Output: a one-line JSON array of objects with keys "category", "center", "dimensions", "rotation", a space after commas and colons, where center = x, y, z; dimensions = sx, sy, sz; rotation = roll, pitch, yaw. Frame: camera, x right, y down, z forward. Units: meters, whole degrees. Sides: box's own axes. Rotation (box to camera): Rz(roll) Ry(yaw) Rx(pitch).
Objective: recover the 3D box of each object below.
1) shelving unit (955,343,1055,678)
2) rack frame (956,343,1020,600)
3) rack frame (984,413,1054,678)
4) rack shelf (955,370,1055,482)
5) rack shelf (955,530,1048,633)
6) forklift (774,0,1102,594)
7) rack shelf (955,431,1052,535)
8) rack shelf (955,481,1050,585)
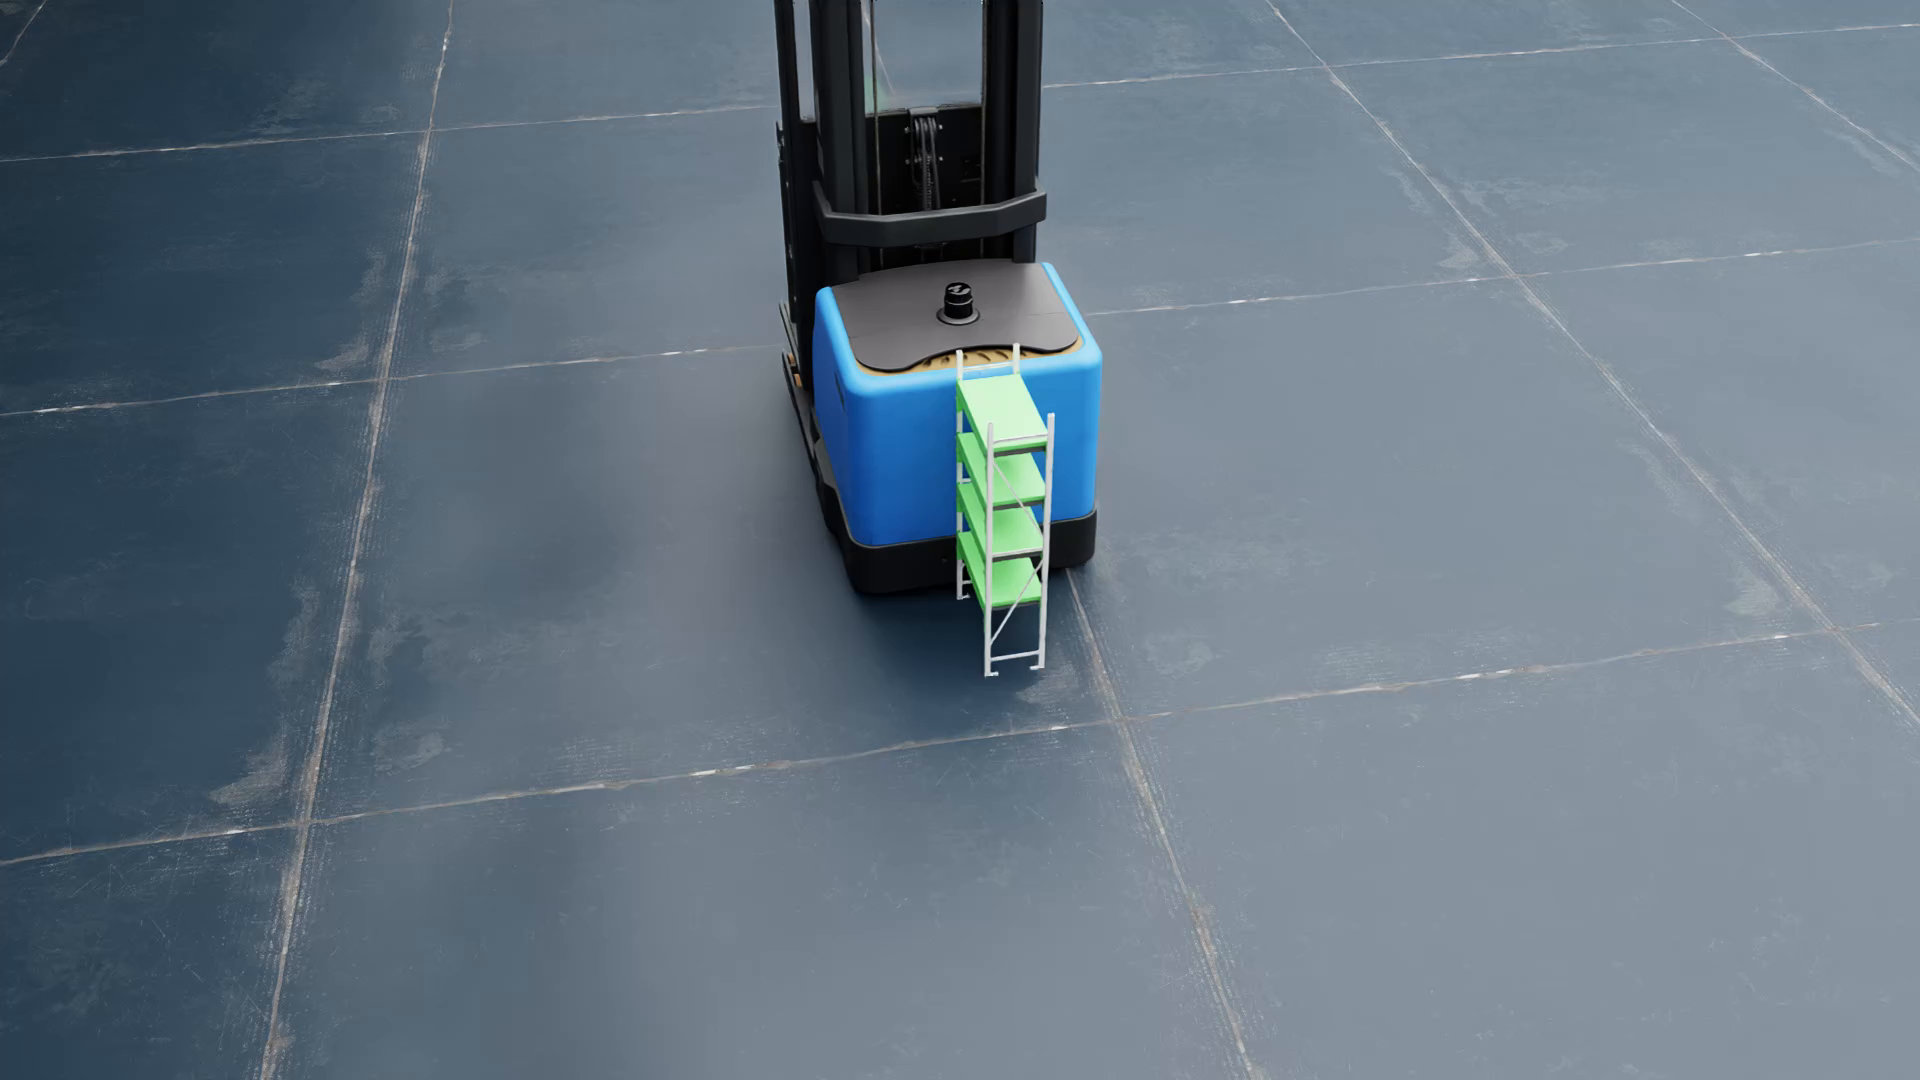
[{"category": "shelving unit", "center": [0.160, -0.098, 6.398], "dimensions": [0.258, 1.200, 0.503], "rotation": [-8, 39, -10]}, {"category": "rack frame", "center": [0.105, -0.244, 6.586], "dimensions": [0.240, 1.200, 0.015], "rotation": [-8, 39, -10]}, {"category": "rack frame", "center": [0.214, 0.048, 6.210], "dimensions": [0.240, 1.200, 0.015], "rotation": [-8, 39, -10]}, {"category": "rack shelf", "center": [0.160, -0.427, 6.143], "dimensions": [0.258, 0.148, 0.480], "rotation": [-8, 39, -10]}, {"category": "rack shelf", "center": [0.160, 0.142, 6.585], "dimensions": [0.258, 0.148, 0.480], "rotation": [-8, 39, -10]}, {"category": "forklift", "center": [-0.257, -1.843, 7.234], "dimensions": [1.130, 2.935, 3.031], "rotation": [-8, 39, -10]}, {"category": "rack shelf", "center": [0.160, -0.237, 6.290], "dimensions": [0.258, 0.148, 0.480], "rotation": [-8, 39, -10]}, {"category": "rack shelf", "center": [0.160, -0.048, 6.437], "dimensions": [0.258, 0.148, 0.480], "rotation": [-8, 39, -10]}]
